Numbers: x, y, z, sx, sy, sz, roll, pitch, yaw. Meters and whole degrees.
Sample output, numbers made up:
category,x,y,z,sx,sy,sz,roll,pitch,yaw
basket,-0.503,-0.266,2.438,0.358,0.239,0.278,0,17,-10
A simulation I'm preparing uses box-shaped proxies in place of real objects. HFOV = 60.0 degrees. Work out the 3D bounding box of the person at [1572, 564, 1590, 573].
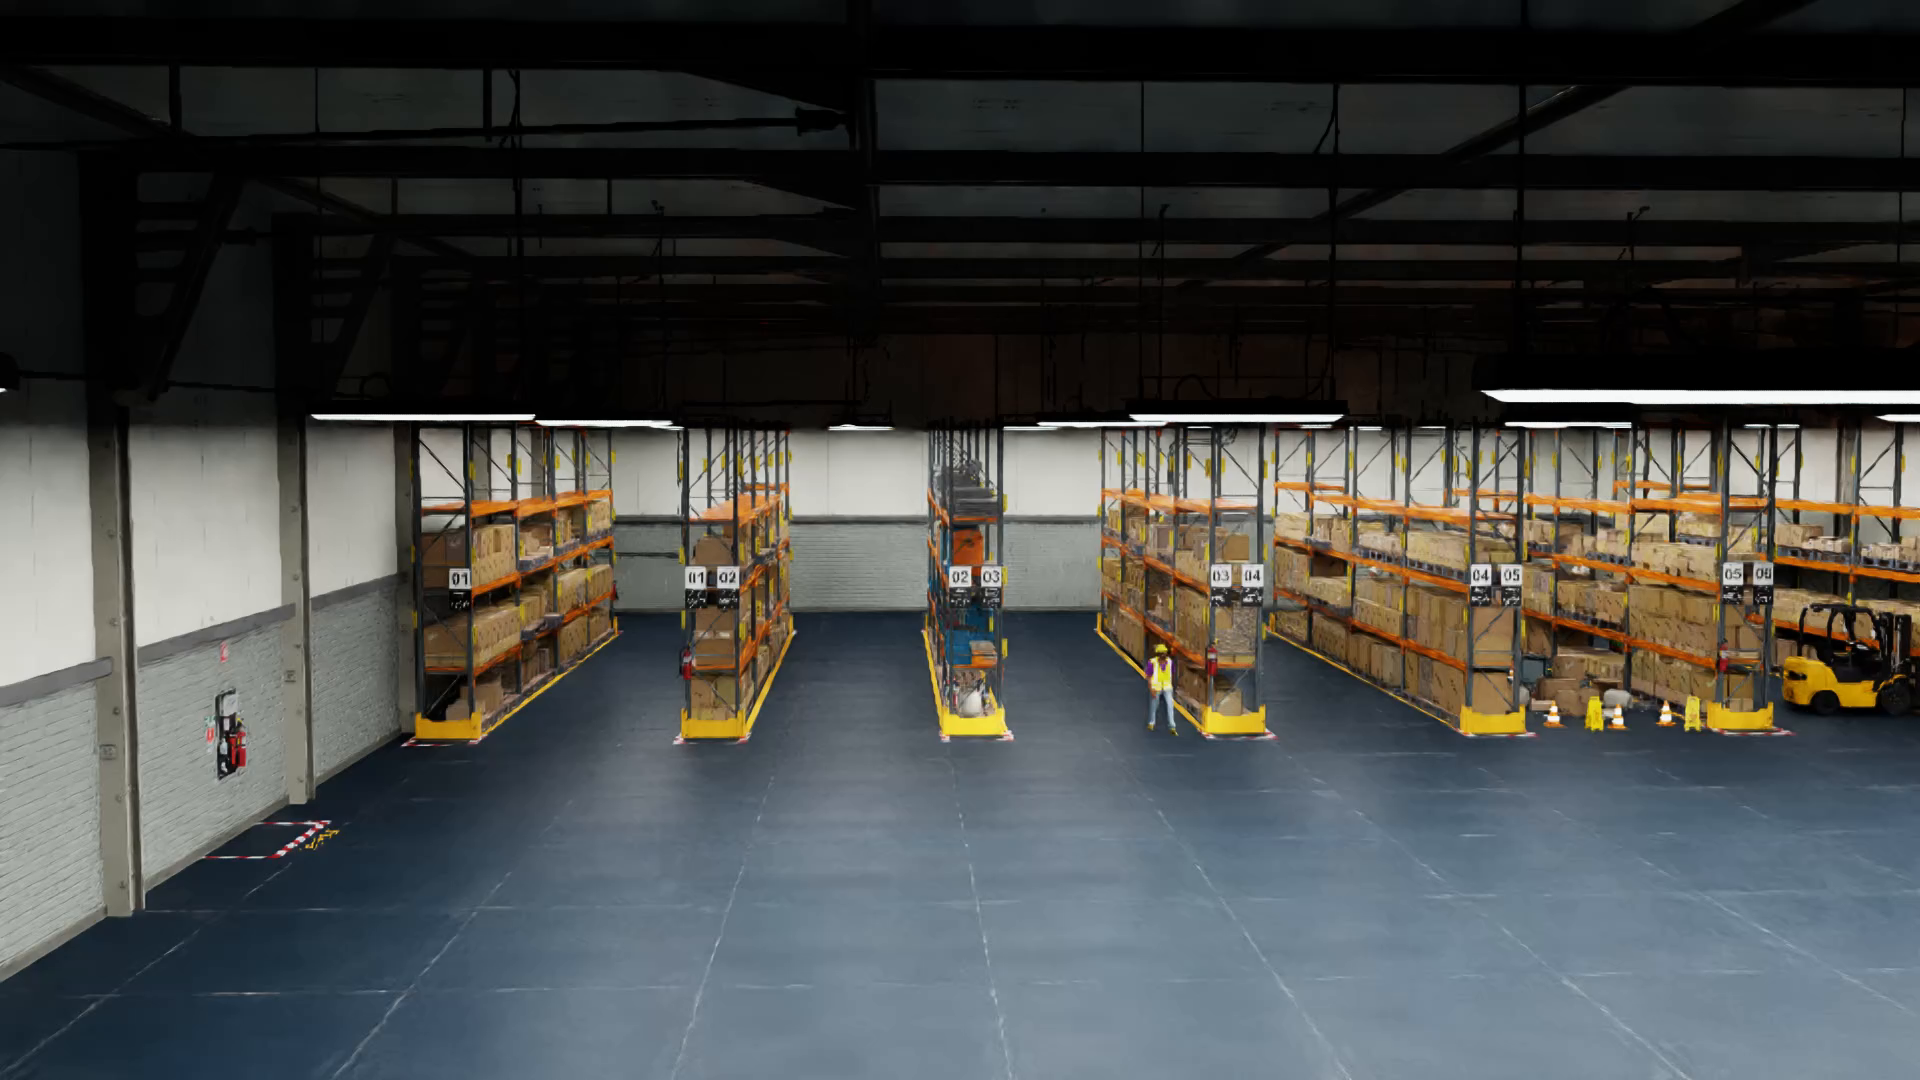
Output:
category,x,y,z,sx,sy,sz,roll,pitch,yaw
person,19.495,1.422,52.170,0.530,1.764,0.684,-3,5,-41

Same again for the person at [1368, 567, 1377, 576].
category,x,y,z,sx,sy,sz,roll,pitch,yaw
person,12.074,1.677,48.492,0.566,1.789,0.683,-2,4,-25

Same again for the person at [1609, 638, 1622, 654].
category,x,y,z,sx,sy,sz,roll,pitch,yaw
person,16.345,2.099,41.630,0.489,1.787,0.608,2,4,28

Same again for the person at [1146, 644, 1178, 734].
category,x,y,z,sx,sy,sz,roll,pitch,yaw
person,3.803,2.799,31.458,0.595,1.690,1.030,-1,4,-8
